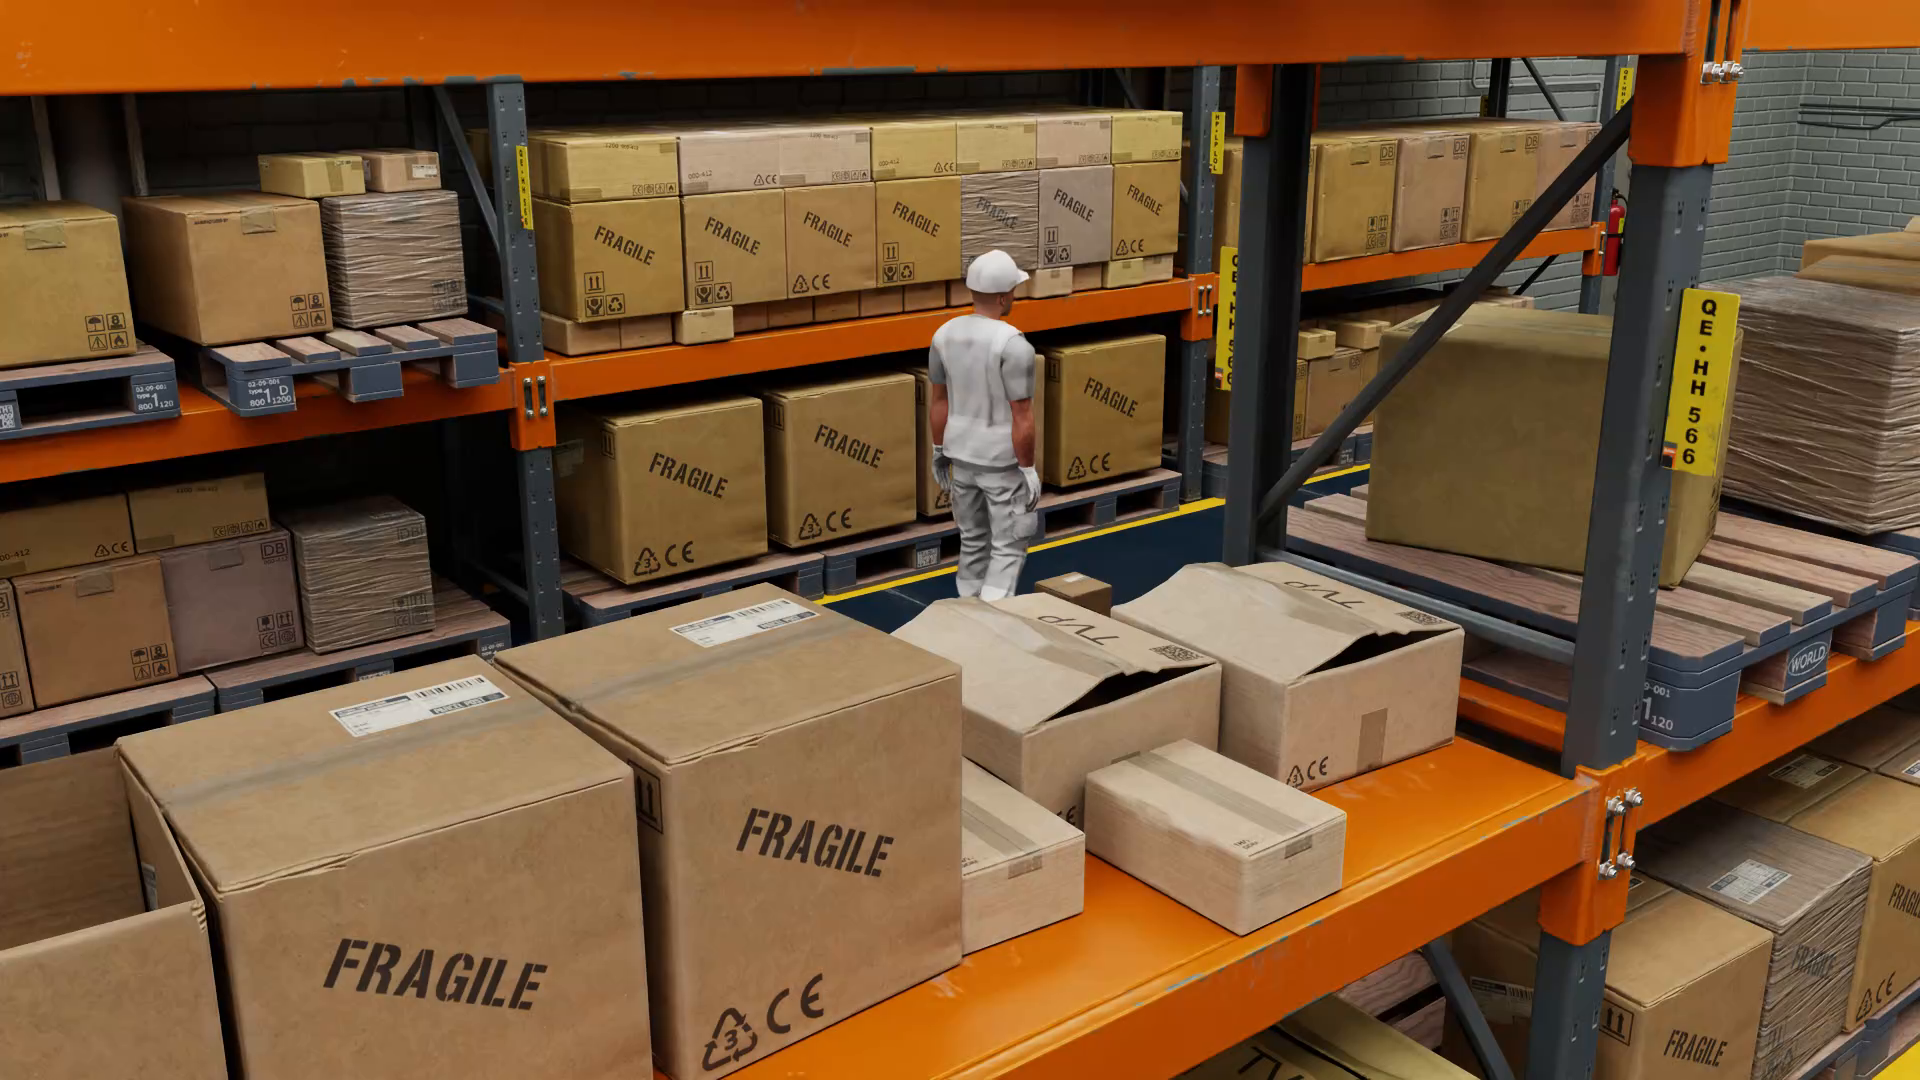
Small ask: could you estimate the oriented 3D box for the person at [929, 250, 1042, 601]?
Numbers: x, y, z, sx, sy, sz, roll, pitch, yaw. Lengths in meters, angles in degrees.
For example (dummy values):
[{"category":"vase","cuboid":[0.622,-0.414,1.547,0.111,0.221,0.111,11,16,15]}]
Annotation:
[{"category":"person","cuboid":[0.138,-0.335,7.054,0.558,1.793,0.619,13,22,36]}]
